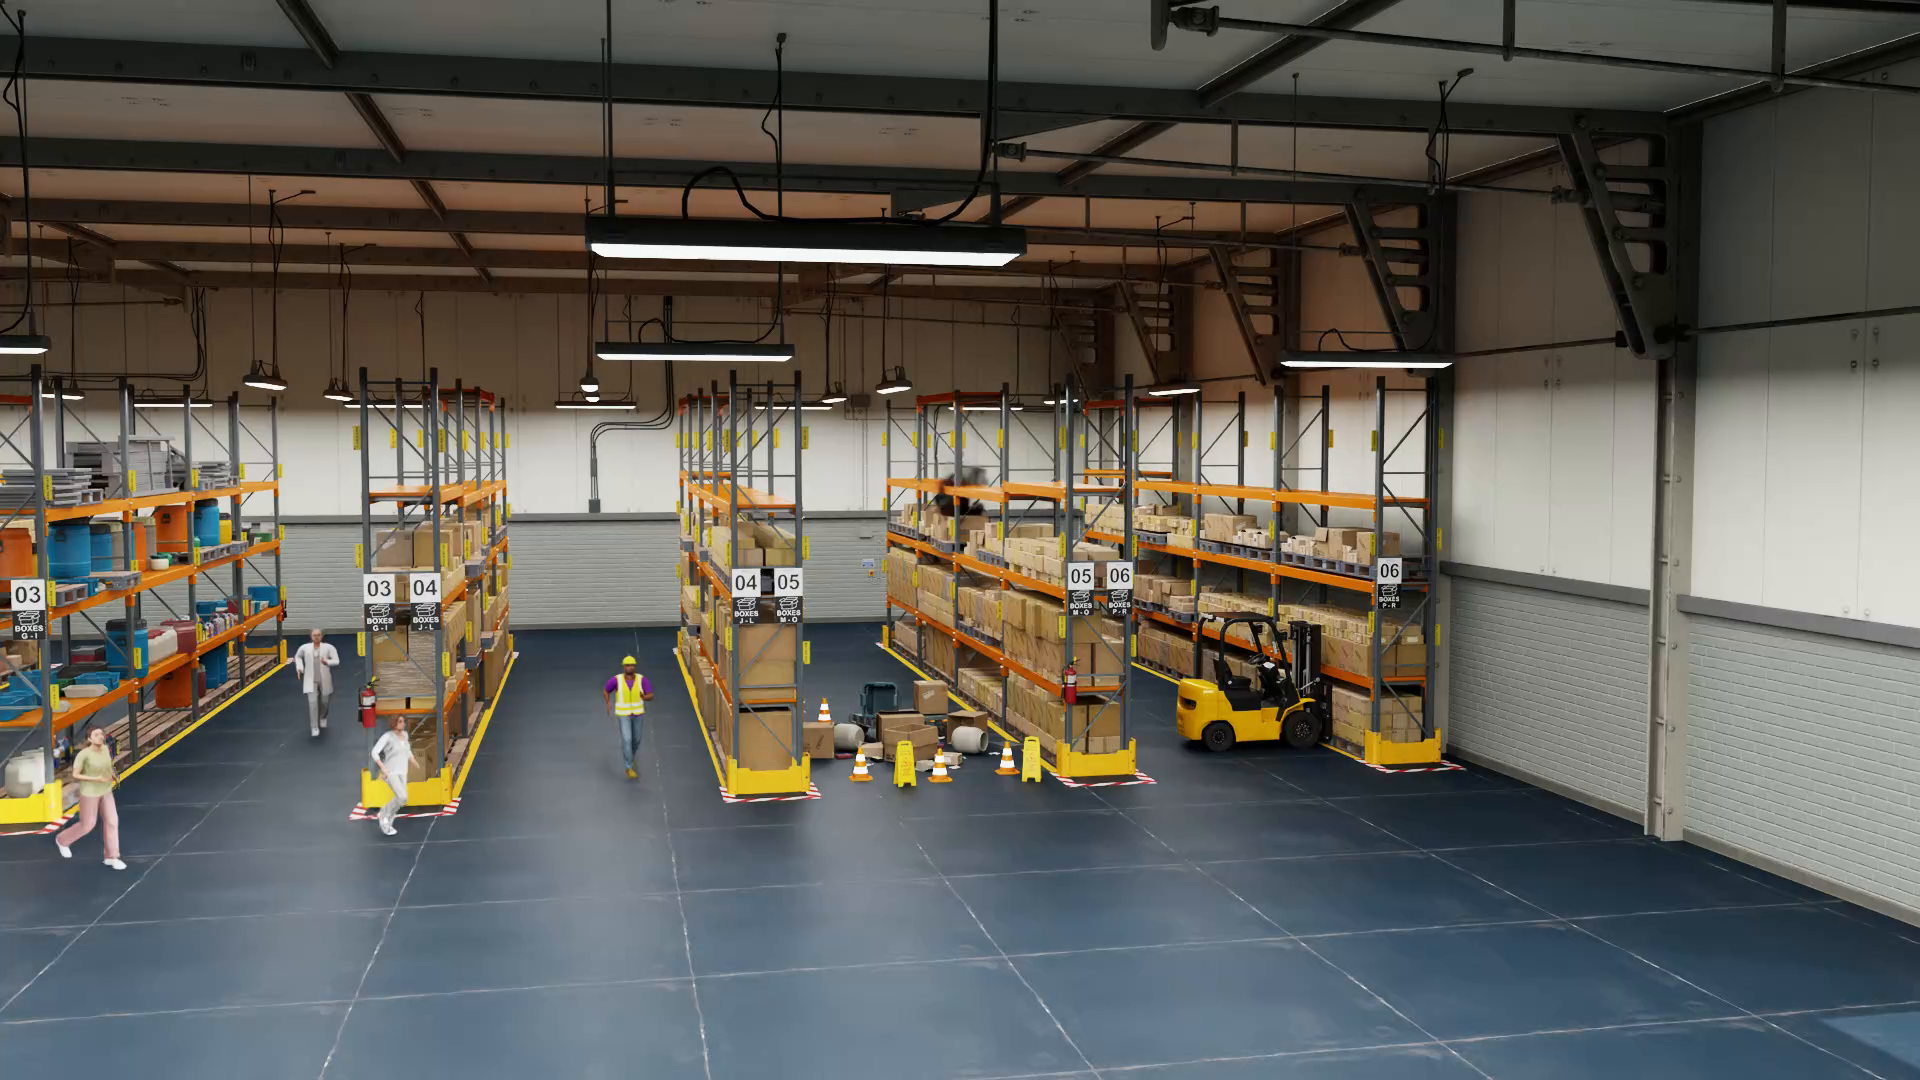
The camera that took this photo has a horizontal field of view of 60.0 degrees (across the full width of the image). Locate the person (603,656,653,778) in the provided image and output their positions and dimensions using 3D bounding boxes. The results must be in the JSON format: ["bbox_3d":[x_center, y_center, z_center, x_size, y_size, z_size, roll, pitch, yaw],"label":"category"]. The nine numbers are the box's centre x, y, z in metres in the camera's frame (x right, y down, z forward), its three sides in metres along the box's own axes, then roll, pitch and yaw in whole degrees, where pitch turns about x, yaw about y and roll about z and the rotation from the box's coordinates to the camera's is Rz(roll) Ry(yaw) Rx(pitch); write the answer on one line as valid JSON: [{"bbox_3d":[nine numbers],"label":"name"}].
[{"bbox_3d":[-4.937,2.611,24.880,0.701,1.748,0.990,-1,4,-24],"label":"person"}]

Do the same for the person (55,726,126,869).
[{"bbox_3d":[-10.199,3.007,19.562,0.950,1.675,0.585,1,4,24],"label":"person"}]

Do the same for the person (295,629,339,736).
[{"bbox_3d":[-10.965,2.494,28.387,0.703,1.565,1.065,-1,4,-23],"label":"person"}]

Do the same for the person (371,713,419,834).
[{"bbox_3d":[-7.158,2.973,21.140,0.569,1.546,0.510,2,4,25],"label":"person"}]
